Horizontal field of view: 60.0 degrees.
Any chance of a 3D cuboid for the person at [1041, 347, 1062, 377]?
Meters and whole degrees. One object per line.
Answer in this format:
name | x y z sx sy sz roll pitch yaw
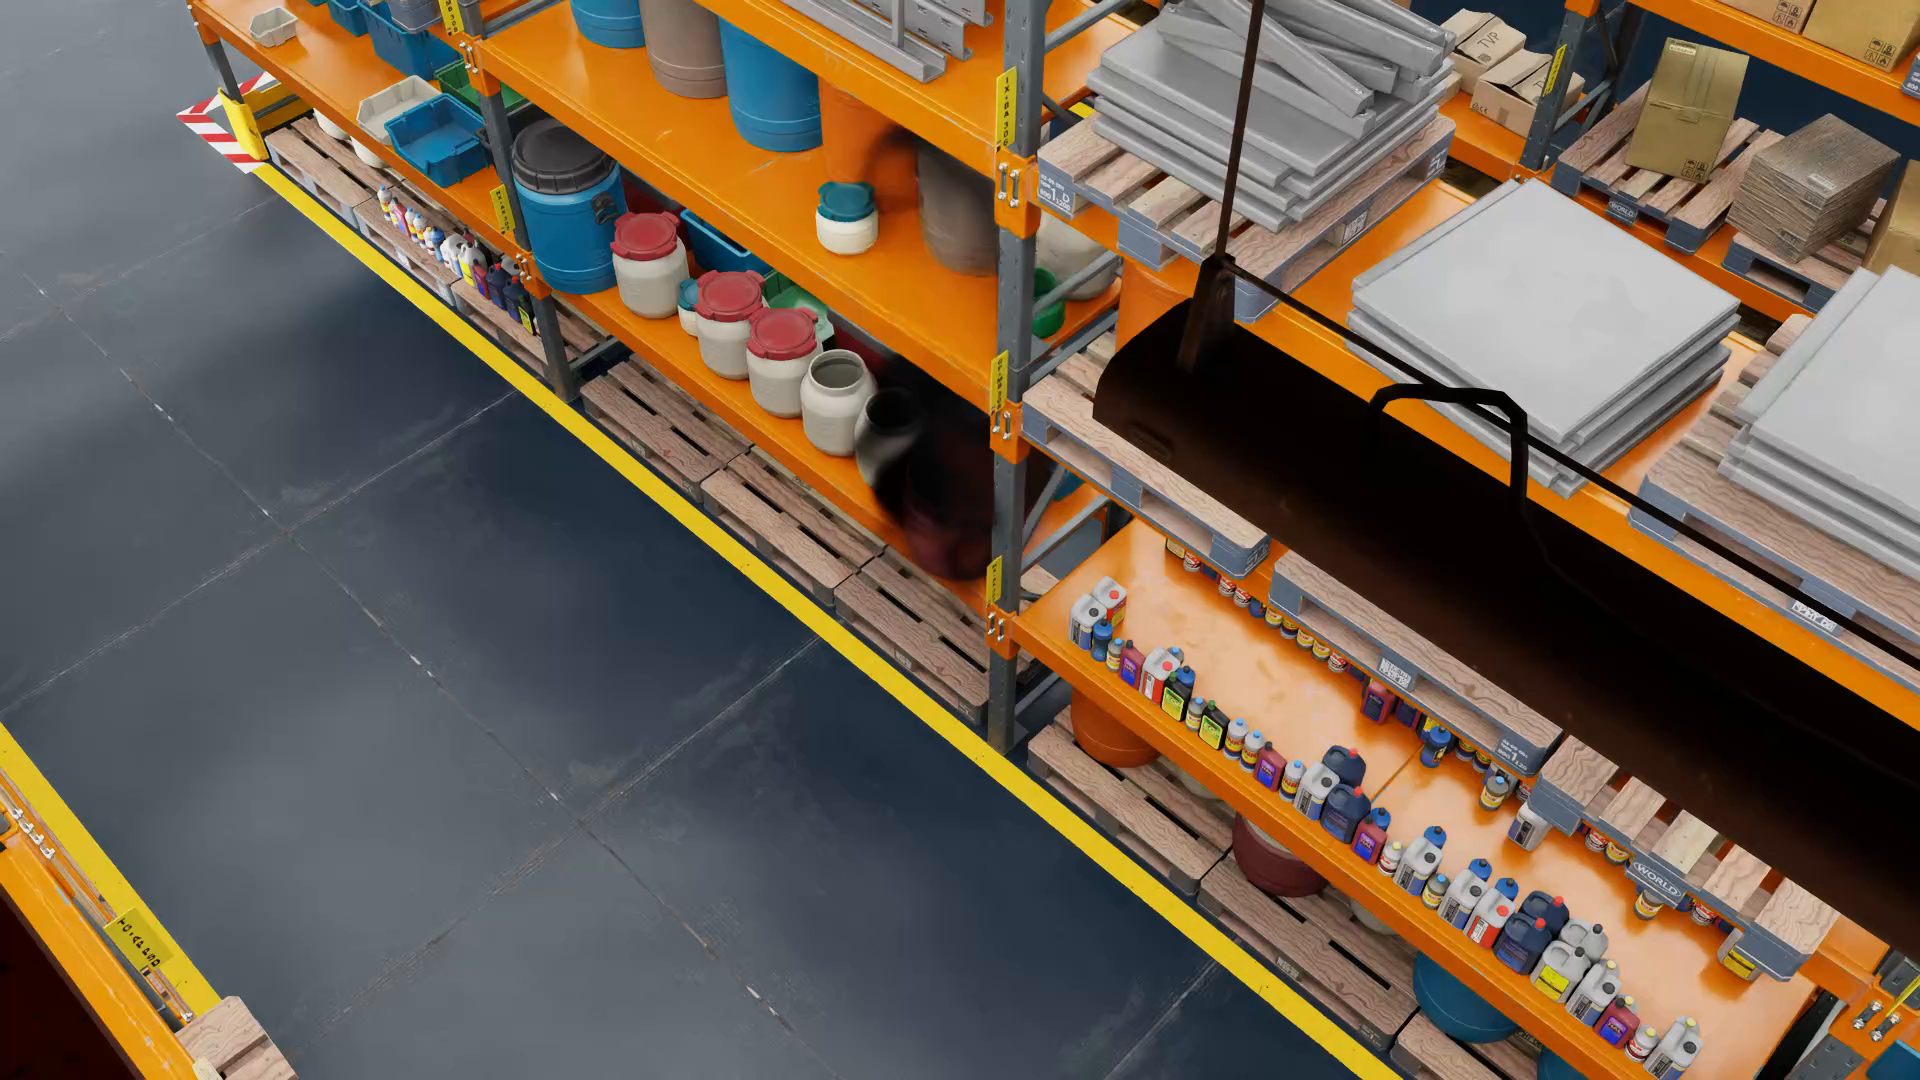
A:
person | 0.358 -1.638 10.258 0.697 1.753 0.669 33 57 24
